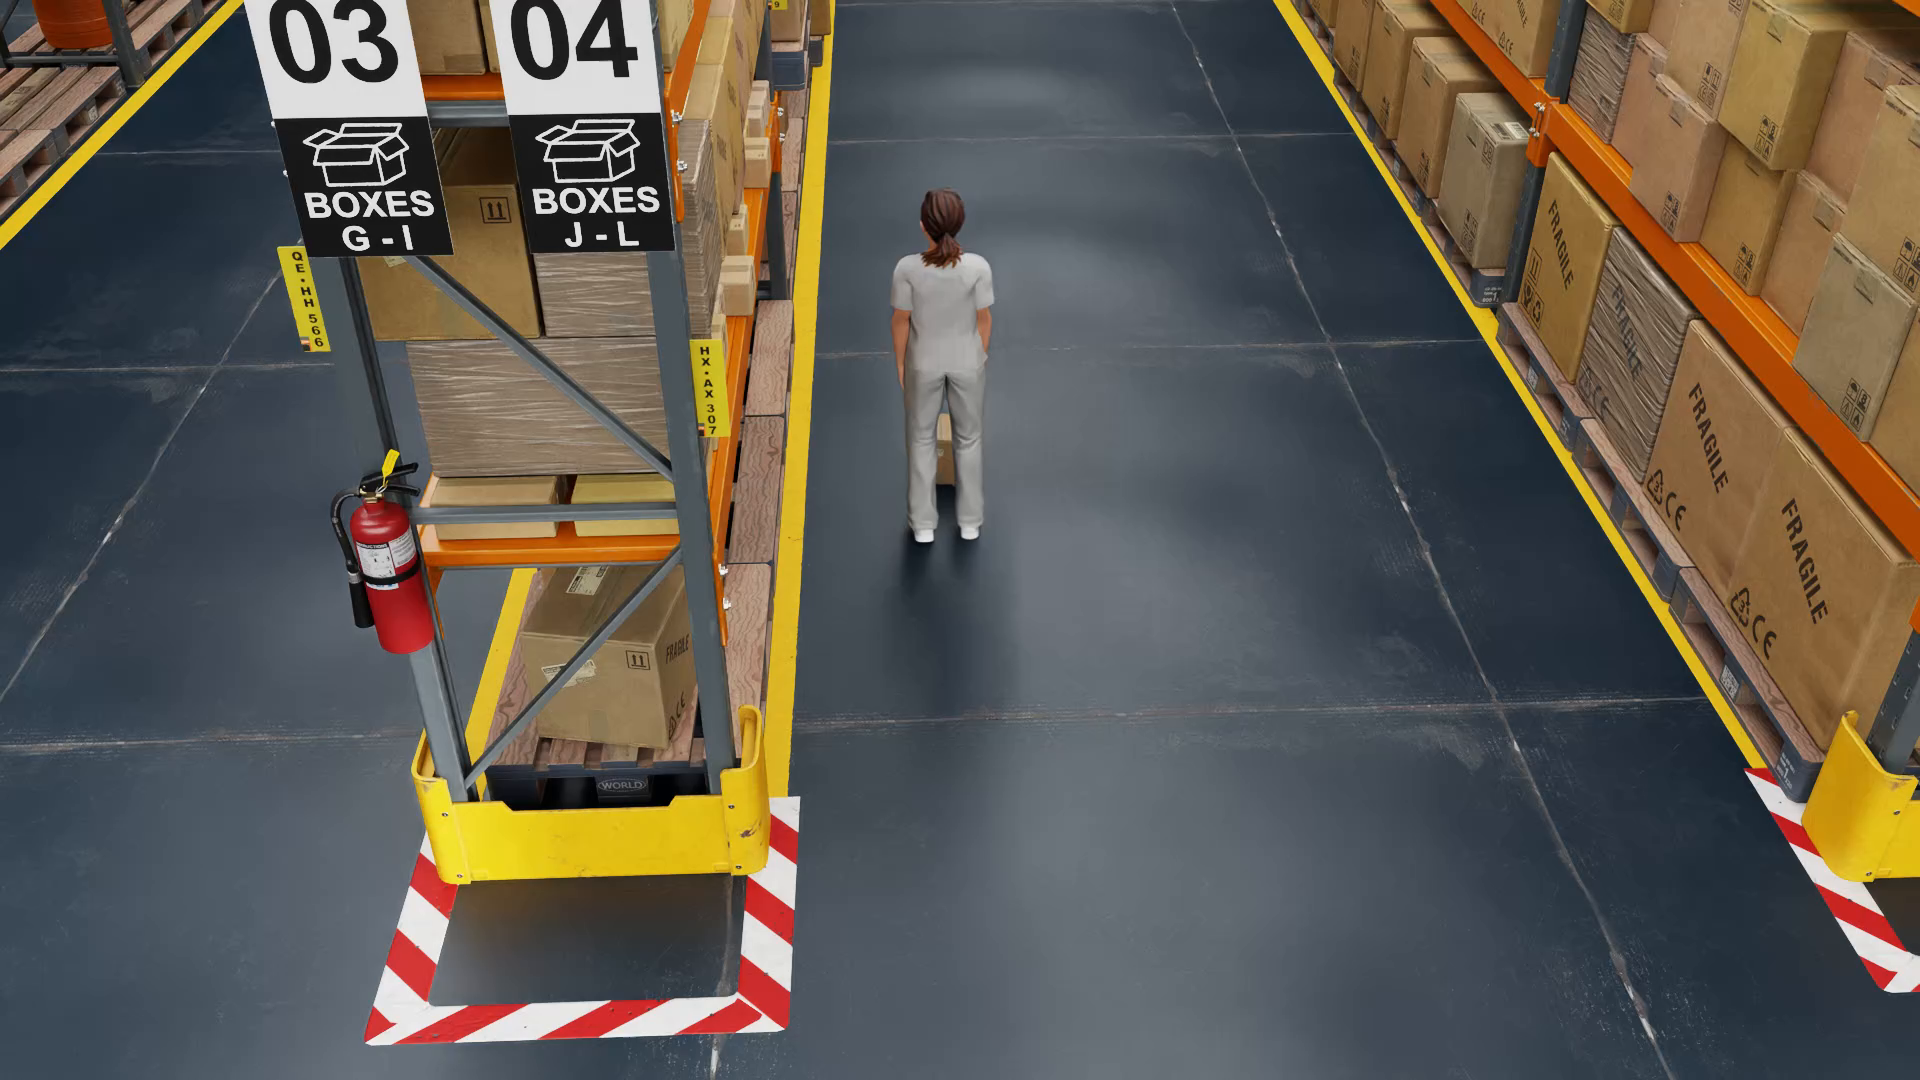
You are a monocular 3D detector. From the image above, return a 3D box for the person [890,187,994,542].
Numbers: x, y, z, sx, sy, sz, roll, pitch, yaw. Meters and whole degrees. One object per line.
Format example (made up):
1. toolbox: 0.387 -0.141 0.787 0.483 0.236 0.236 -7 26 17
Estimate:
1. person: -0.076 -0.730 7.200 0.437 1.689 0.374 -1 35 -2
